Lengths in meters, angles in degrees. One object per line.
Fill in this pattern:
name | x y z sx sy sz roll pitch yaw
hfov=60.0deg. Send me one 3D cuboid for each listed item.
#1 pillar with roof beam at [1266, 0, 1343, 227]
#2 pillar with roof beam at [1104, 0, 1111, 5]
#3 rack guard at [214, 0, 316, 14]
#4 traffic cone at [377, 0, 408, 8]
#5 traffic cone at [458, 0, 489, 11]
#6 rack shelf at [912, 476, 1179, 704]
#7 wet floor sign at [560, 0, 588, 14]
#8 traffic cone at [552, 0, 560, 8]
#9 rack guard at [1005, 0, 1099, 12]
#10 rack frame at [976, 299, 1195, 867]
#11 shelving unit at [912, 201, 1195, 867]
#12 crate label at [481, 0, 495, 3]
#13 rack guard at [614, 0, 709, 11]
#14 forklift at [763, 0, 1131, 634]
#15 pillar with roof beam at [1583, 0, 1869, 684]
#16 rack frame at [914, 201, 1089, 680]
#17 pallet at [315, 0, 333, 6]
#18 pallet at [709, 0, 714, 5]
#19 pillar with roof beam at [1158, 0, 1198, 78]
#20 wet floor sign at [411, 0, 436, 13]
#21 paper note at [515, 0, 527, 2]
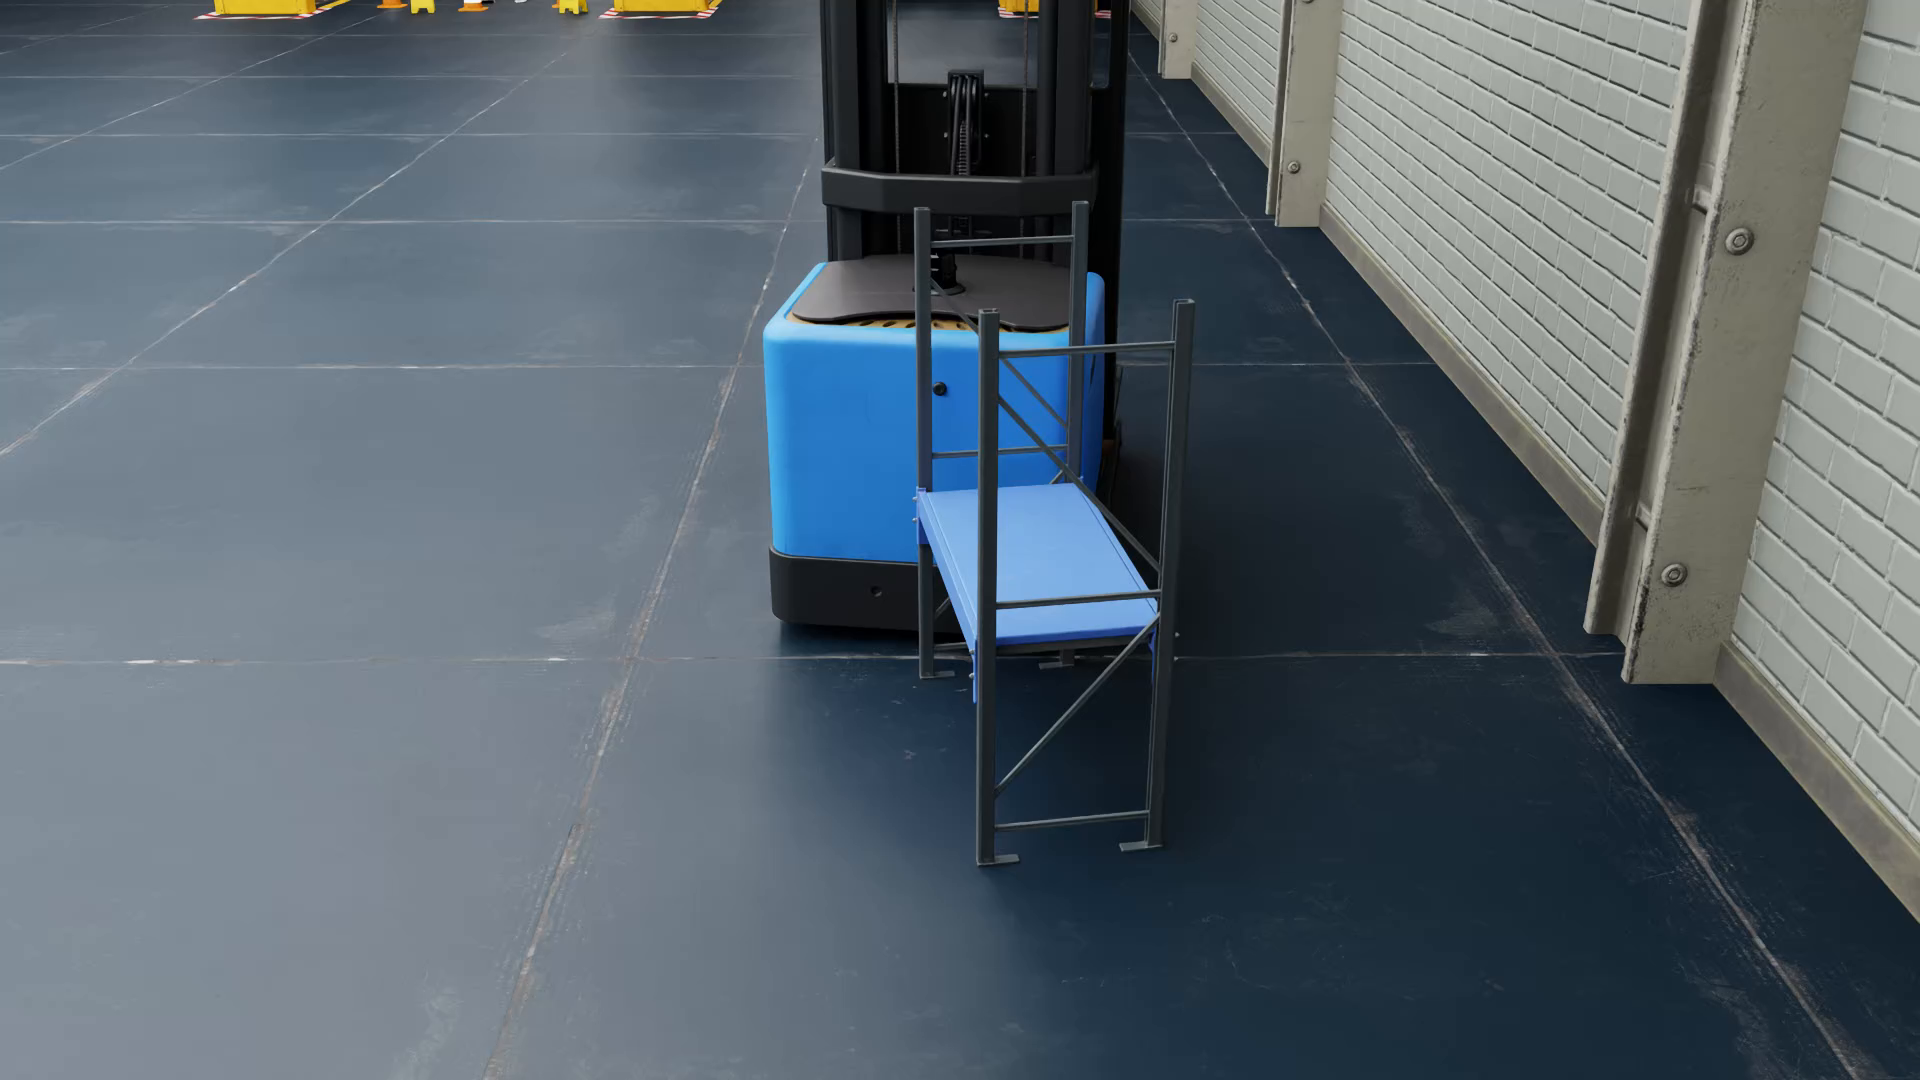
pillar with roof beam | -2.114 -6.182 8.999 9.100 9.000 0.400 0 24 -1
pillar with roof beam | -2.245 -11.127 19.932 9.100 9.000 0.400 0 24 -1
rack guard | -8.746 -6.885 20.867 1.175 0.500 0.348 0 24 -1
traffic cone | -7.332 -7.103 21.394 0.336 0.463 0.334 0 24 -1
traffic cone | -6.198 -6.968 21.096 0.336 0.463 0.334 0 24 -1
rack shelf | 0.205 0.108 4.628 0.538 0.185 1.000 -4 25 -9
wet floor sign | -4.865 -6.942 20.816 0.267 0.644 0.232 8 26 18
traffic cone | -5.092 -7.113 21.416 0.336 0.463 0.334 0 24 -1
rack guard | 1.166 -6.973 21.061 1.175 0.500 0.348 0 24 -1
rack frame | 0.291 0.150 4.098 0.500 1.500 0.032 -4 25 -9
shelving unit | 0.205 -0.056 4.554 0.538 1.500 1.048 -4 25 -9
crate label | -6.269 -7.144 21.878 0.250 0.136 0.298 -14 28 -28
rack guard | -3.798 -6.990 21.099 1.175 0.500 0.348 0 24 -1
forklift | 0.085 -1.590 6.208 1.130 2.935 3.031 3 25 7
pillar with roof beam | -2.049 -3.710 3.532 9.100 9.000 0.400 0 24 -1
rack frame | 0.119 -0.263 5.011 0.500 1.500 0.032 -4 25 -9
pallet | -8.833 -7.093 21.676 1.003 0.211 1.213 0 24 -1
pallet | -3.772 -7.194 21.899 1.003 0.211 1.213 0 24 -1
pillar with roof beam | -2.180 -8.654 14.465 9.100 9.000 0.400 0 24 -1
wet floor sign | -6.766 -6.958 20.852 0.267 0.644 0.232 -4 25 -10
paper note | -5.798 -7.126 21.968 0.148 0.019 0.142 -9 26 -19
